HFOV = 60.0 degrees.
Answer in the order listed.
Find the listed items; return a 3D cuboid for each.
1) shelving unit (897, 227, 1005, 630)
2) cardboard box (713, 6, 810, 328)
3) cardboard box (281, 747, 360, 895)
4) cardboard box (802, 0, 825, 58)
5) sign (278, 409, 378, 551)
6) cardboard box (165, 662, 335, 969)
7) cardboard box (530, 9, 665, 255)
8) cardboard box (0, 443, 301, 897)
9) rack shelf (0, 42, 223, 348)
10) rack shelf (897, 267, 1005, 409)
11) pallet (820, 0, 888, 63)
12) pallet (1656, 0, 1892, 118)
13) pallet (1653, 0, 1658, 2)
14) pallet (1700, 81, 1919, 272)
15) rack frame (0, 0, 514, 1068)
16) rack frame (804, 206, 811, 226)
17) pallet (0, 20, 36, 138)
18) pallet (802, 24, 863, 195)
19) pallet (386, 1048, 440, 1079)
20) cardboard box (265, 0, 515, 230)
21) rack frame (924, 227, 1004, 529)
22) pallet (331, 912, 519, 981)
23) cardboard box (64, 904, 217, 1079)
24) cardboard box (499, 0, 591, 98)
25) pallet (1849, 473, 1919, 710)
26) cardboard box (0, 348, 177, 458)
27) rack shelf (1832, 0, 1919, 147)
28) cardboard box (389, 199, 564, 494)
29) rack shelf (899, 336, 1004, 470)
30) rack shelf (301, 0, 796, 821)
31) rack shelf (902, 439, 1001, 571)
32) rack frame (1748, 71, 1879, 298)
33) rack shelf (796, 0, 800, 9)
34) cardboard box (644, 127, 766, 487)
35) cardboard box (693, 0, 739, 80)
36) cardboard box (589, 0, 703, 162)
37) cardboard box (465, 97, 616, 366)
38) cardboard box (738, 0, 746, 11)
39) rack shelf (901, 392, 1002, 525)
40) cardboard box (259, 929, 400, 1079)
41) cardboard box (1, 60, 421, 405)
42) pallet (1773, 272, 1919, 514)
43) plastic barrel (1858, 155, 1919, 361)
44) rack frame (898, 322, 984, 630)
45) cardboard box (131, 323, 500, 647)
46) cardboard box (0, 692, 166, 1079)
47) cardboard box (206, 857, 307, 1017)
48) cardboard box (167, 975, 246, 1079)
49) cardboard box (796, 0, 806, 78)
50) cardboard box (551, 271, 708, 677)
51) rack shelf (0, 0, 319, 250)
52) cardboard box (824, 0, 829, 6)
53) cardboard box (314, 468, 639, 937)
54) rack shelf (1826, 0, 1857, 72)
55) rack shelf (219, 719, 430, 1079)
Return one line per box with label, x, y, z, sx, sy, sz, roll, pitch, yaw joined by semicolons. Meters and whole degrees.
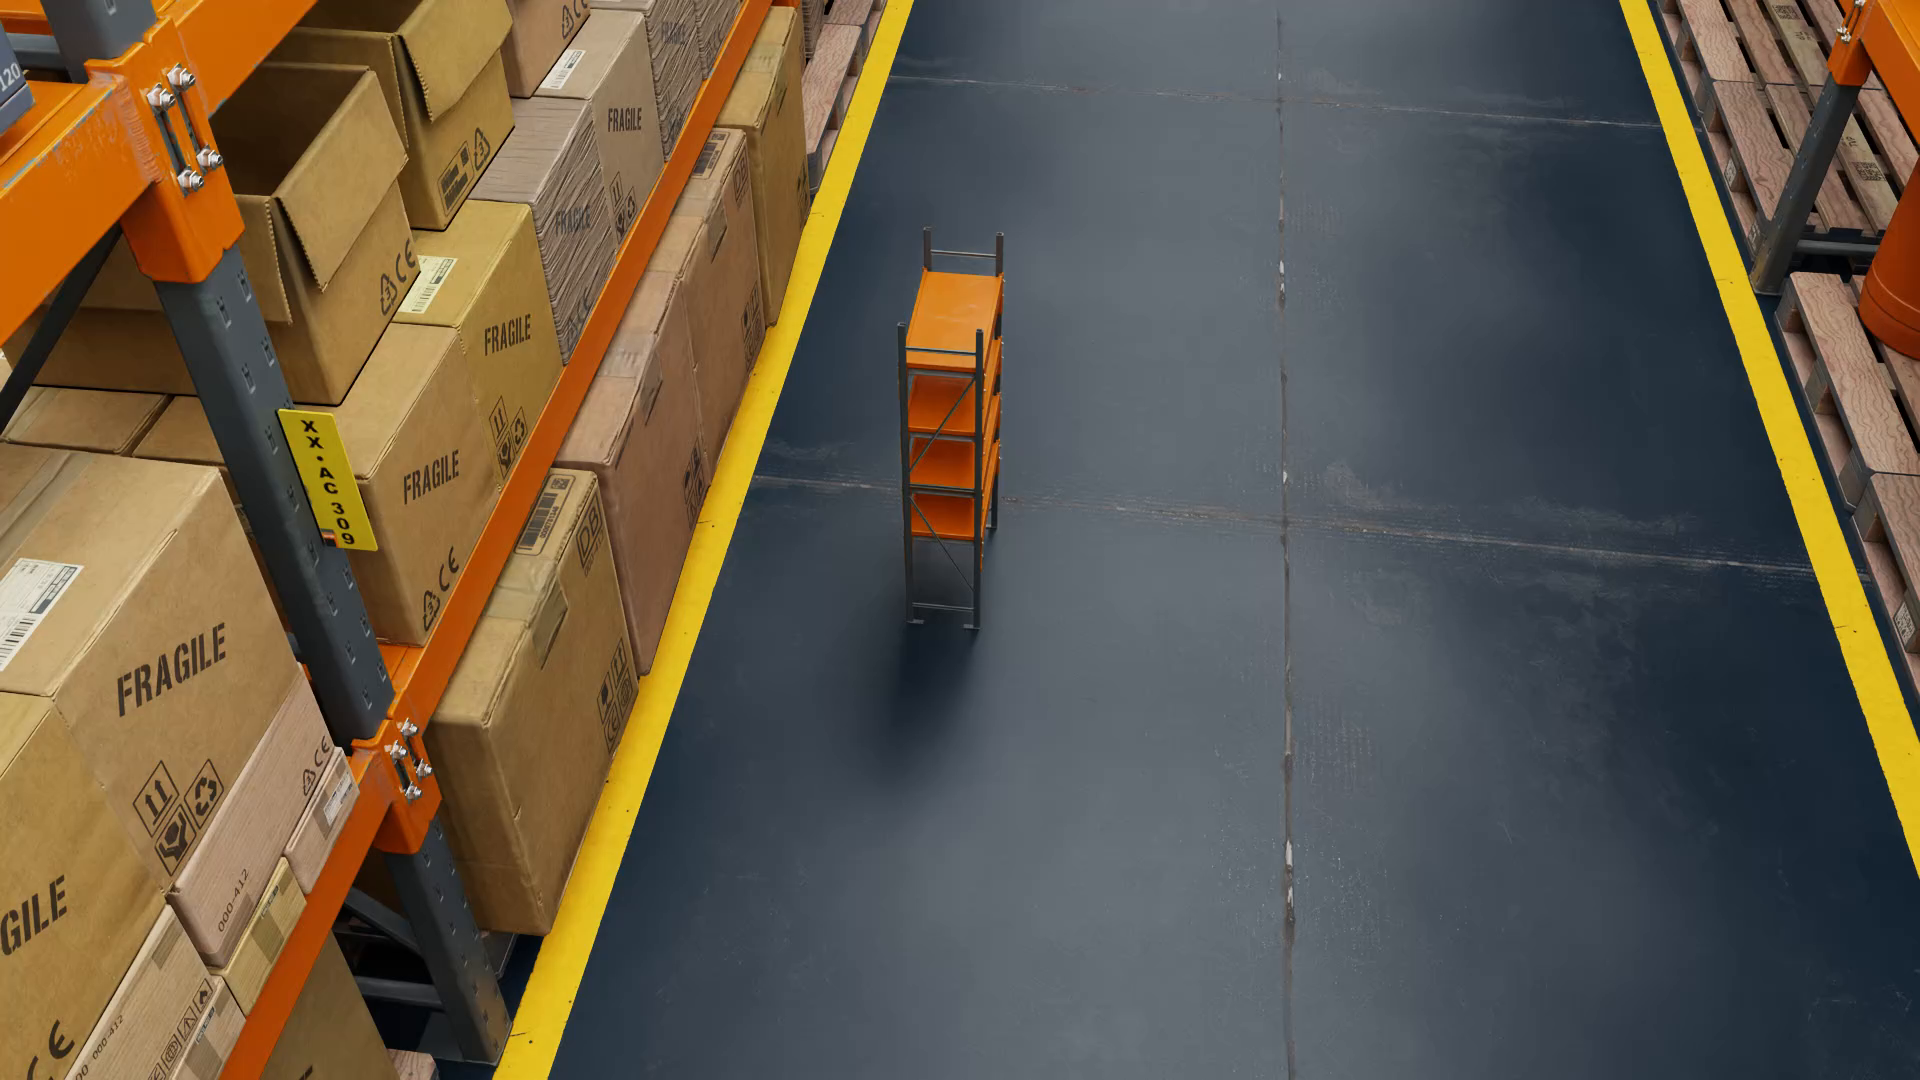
shelving unit;-0.022;-0.323;5.218;0.258;1.200;0.503;5;44;6
cardboard box;-1.267;-1.448;6.338;1.225;0.875;0.875;3;44;4
cardboard box;-1.400;0.519;3.203;0.380;0.149;0.250;5;44;6
cardboard box;-1.026;-2.625;7.839;0.700;0.500;0.500;2;43;2
sign;-1.134;-0.103;2.990;0.100;0.325;0.005;5;44;6
cardboard box;-1.482;0.462;2.974;0.500;0.250;0.500;4;44;5
cardboard box;-1.180;-1.173;4.735;0.500;0.500;0.500;6;44;6
cardboard box;-1.480;0.202;2.702;0.500;0.500;0.500;6;44;7
rack shelf;-1.948;0.725;1.144;1.077;0.370;4.000;5;44;6
rack shelf;-0.022;-0.608;4.948;0.258;0.148;0.480;5;44;6
pallet;-0.887;-2.885;8.643;1.003;0.211;1.213;5;44;6
pallet;4.059;-2.426;8.159;1.003;0.211;1.213;5;44;6
pallet;4.218;-3.260;9.040;1.003;0.211;1.213;5;44;6
pallet;3.895;-1.597;7.284;1.003;0.211;1.213;5;44;6
rack frame;-1.684;0.190;3.367;1.000;3.000;0.127;5;44;6
rack frame;-1.155;-2.536;6.246;1.000;3.000;0.127;5;44;6
pallet;-1.803;-0.310;1.779;1.003;0.211;1.213;5;44;6
pallet;-1.050;-2.056;7.767;1.003;0.211;1.213;5;44;6
pallet;-1.862;1.714;3.786;1.003;0.211;1.213;5;44;6
cardboard box;-1.506;-1.113;3.941;0.797;0.503;0.637;6;44;6
rack frame;0.010;-0.489;5.394;0.240;1.200;0.015;5;44;6
pallet;-1.657;0.670;4.889;1.003;0.211;1.213;5;44;6
cardboard box;-1.548;0.814;2.601;0.500;0.250;0.500;6;44;7
cardboard box;-1.439;-1.538;4.390;0.797;0.503;0.637;7;44;7
pallet;3.528;0.297;5.283;1.003;0.211;1.213;5;44;6
cardboard box;-1.893;-0.190;3.696;0.500;0.500;0.500;5;44;6
rack shelf;3.490;-0.461;4.579;1.077;0.370;4.000;5;44;6
cardboard box;-1.310;-0.479;4.002;0.500;0.500;0.500;5;44;6
rack shelf;-0.022;-0.436;5.111;0.258;0.148;0.480;5;44;6
rack shelf;-1.420;-0.911;5.054;1.077;0.370;4.000;5;44;6
rack shelf;-0.022;-0.130;5.401;0.258;0.148;0.480;5;44;6
rack frame;3.754;-2.086;5.771;1.000;3.000;0.127;5;44;6
rack shelf;-0.891;-3.638;7.933;1.077;0.370;4.000;5;44;6
cardboard box;-1.393;-0.841;5.697;1.225;0.875;0.875;5;44;6
cardboard box;-1.047;-1.874;5.475;0.500;0.500;0.500;5;44;5
cardboard box;-1.112;-1.520;5.101;0.500;0.500;0.500;4;44;4
cardboard box;-1.243;-0.820;4.362;0.500;0.500;0.500;4;44;5
cardboard box;-0.975;-2.213;5.833;0.500;0.500;0.500;6;44;7
rack shelf;-0.022;-0.274;5.265;0.258;0.148;0.480;5;44;6
cardboard box;-1.851;1.252;3.486;0.875;0.875;0.875;5;44;6
cardboard box;-1.608;-0.646;3.449;0.797;0.503;0.637;4;44;4
pallet;3.691;-0.532;6.158;1.003;0.211;1.213;5;44;6
plastic barrel;3.707;-1.115;6.019;0.600;0.830;0.708;5;44;6
rack frame;-0.054;-0.157;5.043;0.240;1.200;0.015;5;44;6
cardboard box;-1.375;-0.137;3.640;0.500;0.500;0.500;5;44;6
cardboard box;-1.550;0.543;2.342;0.500;0.500;0.500;6;44;6
cardboard box;-1.433;0.695;3.017;0.380;0.149;0.250;6;44;6
cardboard box;-1.468;0.870;2.833;0.380;0.149;0.250;5;44;5
cardboard box;-1.086;-2.246;7.439;0.700;0.500;0.500;3;44;3
cardboard box;-1.502;-0.238;5.059;1.225;0.875;0.875;4;44;4
rack shelf;-1.420;-2.001;4.023;1.077;0.370;4.000;5;44;6
cardboard box;-0.958;-3.012;8.248;0.700;0.500;0.500;9;44;9
cardboard box;-1.619;0.371;4.416;1.225;0.875;0.875;5;44;6
rack shelf;4.019;-3.187;7.458;1.077;0.370;4.000;5;44;6
rack shelf;-1.948;1.815;2.175;1.077;0.370;4.000;5;44;6
